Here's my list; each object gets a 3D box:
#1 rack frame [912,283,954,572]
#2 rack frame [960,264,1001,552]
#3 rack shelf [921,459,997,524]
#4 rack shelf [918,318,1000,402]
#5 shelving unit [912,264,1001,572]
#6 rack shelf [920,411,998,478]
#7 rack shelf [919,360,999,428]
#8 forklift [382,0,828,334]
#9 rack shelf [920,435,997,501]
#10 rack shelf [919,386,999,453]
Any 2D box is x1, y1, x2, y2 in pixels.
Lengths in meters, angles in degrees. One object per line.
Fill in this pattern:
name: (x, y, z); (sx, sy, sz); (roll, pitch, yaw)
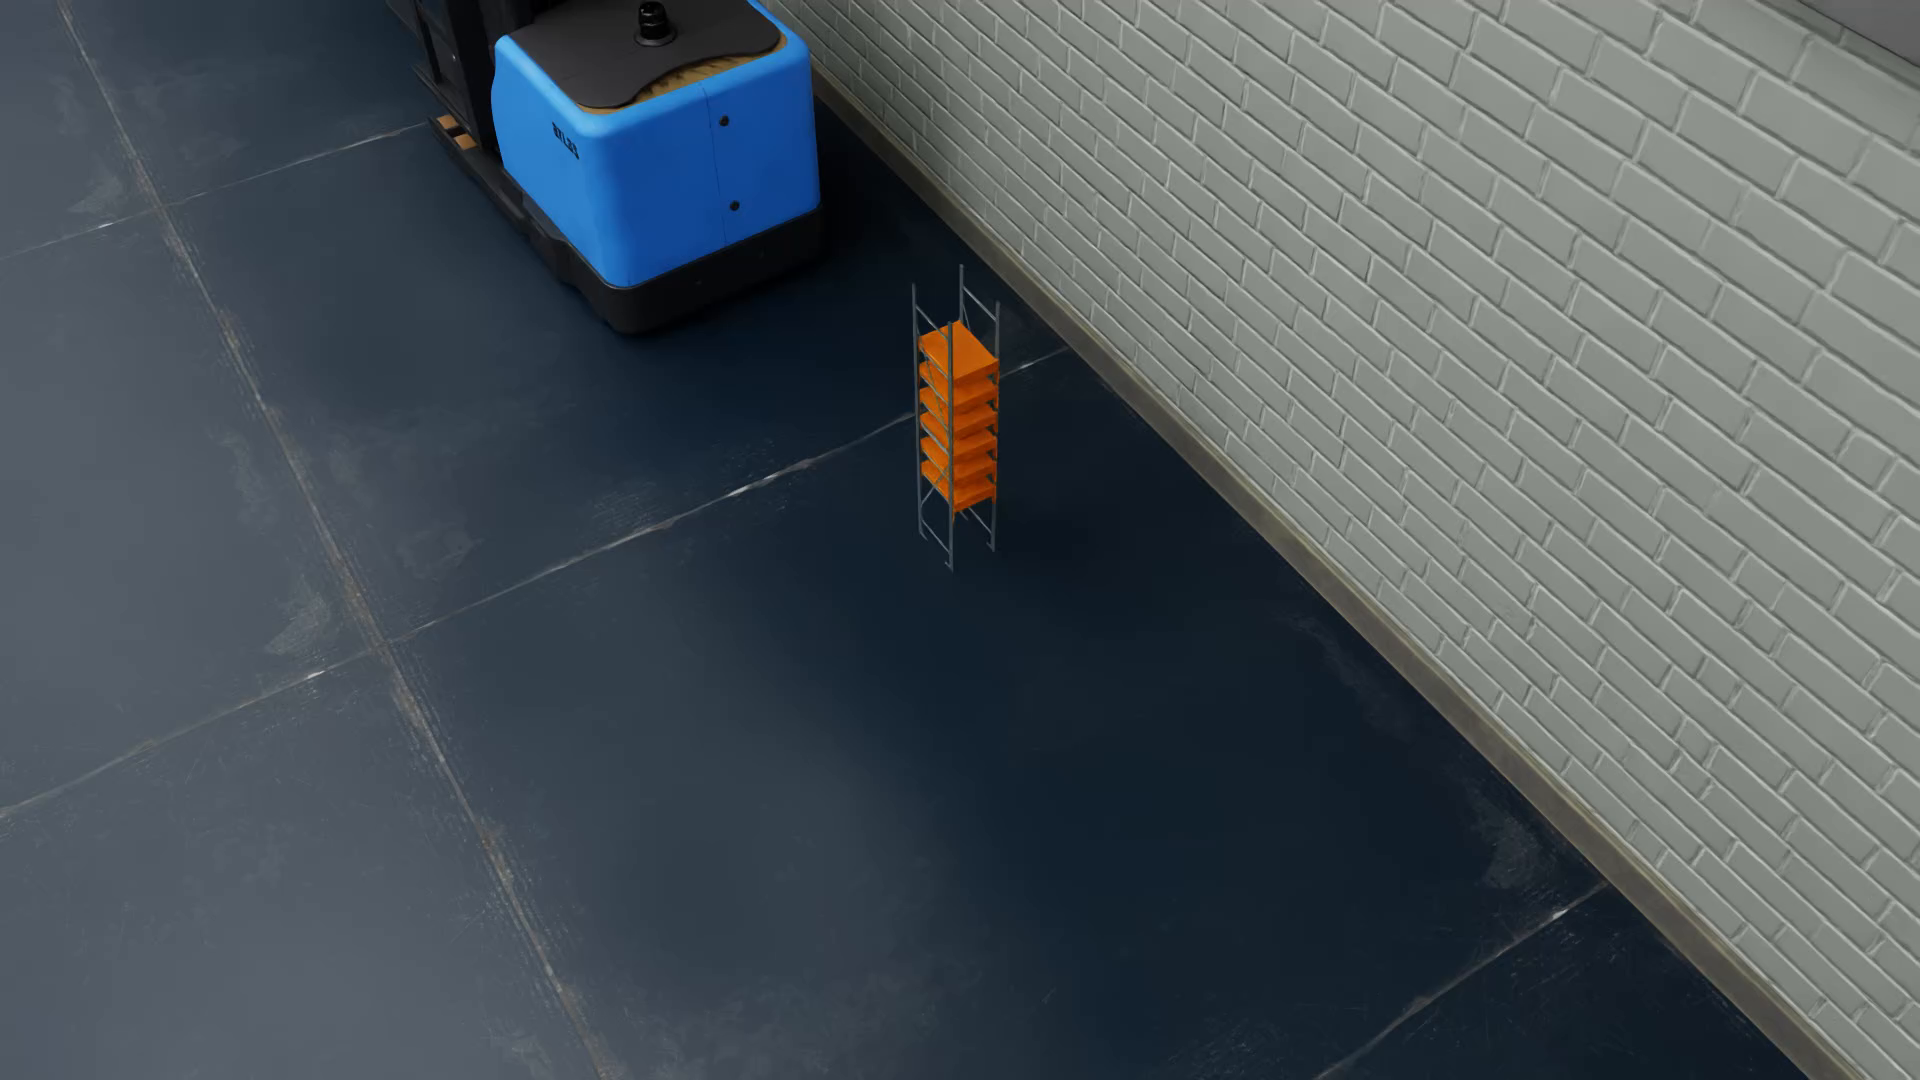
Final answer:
rack frame: (-0.090, -0.357, 5.764); (0.006, 1.200, 0.240); (-25, 53, -21)
rack frame: (0.065, -0.430, 5.829); (0.006, 1.200, 0.240); (-25, 53, -21)
rack shelf: (-0.012, -0.204, 6.009); (0.180, 0.103, 0.258); (-25, 53, -21)
rack shelf: (-0.012, -0.603, 5.561); (0.180, 0.103, 0.258); (-25, 53, -21)
shelving unit: (-0.012, -0.393, 5.797); (0.189, 1.200, 0.258); (-25, 53, -21)
rack shelf: (-0.012, -0.364, 5.830); (0.180, 0.103, 0.258); (-25, 53, -21)
rack shelf: (-0.012, -0.523, 5.651); (0.180, 0.103, 0.258); (-25, 53, -21)
forklift: (-1.846, -2.899, 6.869); (1.130, 2.935, 3.031); (-28, 54, -23)
rack shelf: (-0.012, -0.284, 5.920); (0.180, 0.103, 0.258); (-25, 53, -21)
rack shelf: (-0.012, -0.444, 5.740); (0.180, 0.103, 0.258); (-25, 53, -21)
